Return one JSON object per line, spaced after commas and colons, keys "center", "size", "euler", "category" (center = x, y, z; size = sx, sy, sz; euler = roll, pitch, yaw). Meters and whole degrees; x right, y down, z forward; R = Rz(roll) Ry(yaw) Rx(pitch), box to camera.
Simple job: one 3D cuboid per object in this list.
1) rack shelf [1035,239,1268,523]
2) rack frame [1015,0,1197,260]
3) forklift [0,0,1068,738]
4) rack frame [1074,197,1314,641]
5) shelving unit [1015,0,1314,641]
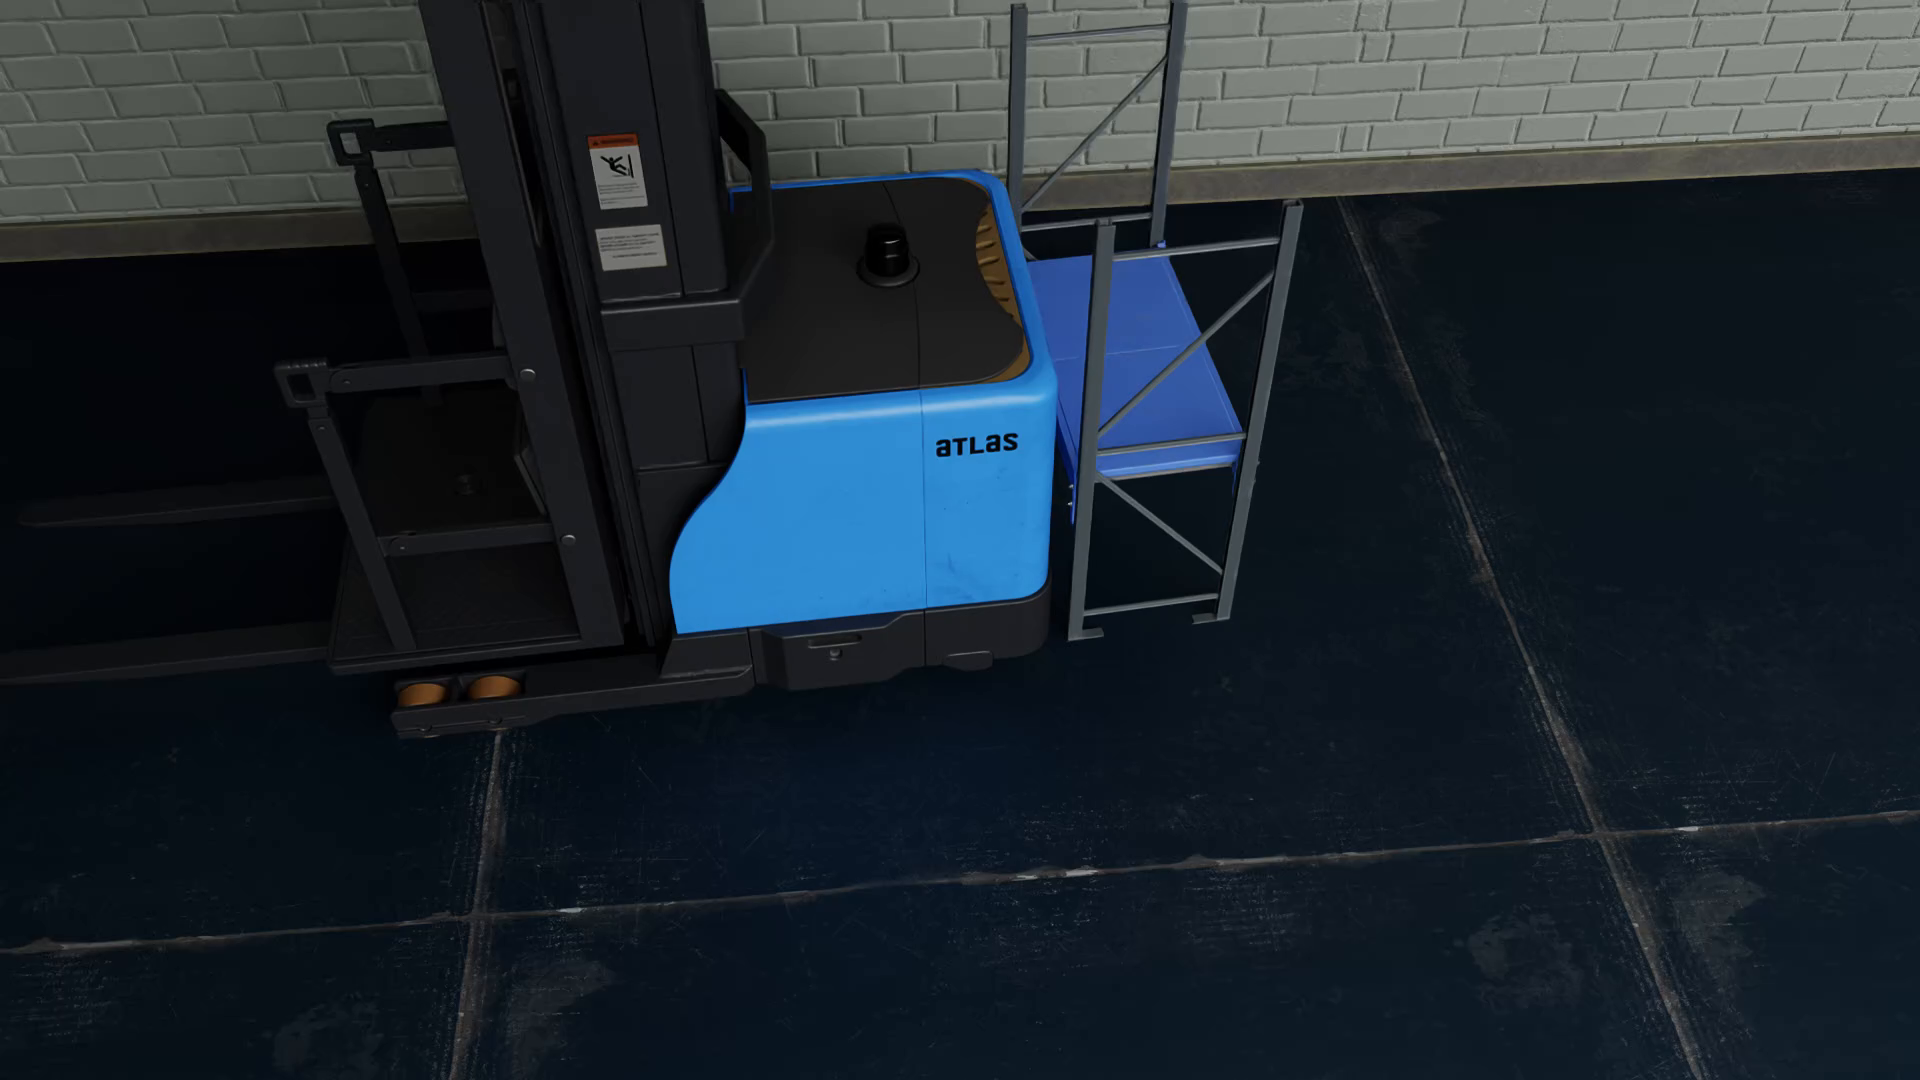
{"center": [0.501, -0.497, 4.936], "size": [0.538, 0.185, 1.000], "euler": [-7, 47, -7], "category": "rack shelf"}
{"center": [0.413, -0.984, 5.149], "size": [0.500, 1.500, 0.032], "euler": [-7, 47, -7], "category": "rack frame"}
{"center": [-1.272, -0.860, 4.046], "size": [3.031, 2.935, 1.130], "euler": [-6, 47, -5], "category": "forklift"}
{"center": [0.590, -0.257, 4.461], "size": [0.500, 1.500, 0.032], "euler": [-7, 47, -7], "category": "rack frame"}
{"center": [0.501, -0.621, 4.805], "size": [0.538, 1.500, 1.048], "euler": [-7, 47, -7], "category": "shelving unit"}
